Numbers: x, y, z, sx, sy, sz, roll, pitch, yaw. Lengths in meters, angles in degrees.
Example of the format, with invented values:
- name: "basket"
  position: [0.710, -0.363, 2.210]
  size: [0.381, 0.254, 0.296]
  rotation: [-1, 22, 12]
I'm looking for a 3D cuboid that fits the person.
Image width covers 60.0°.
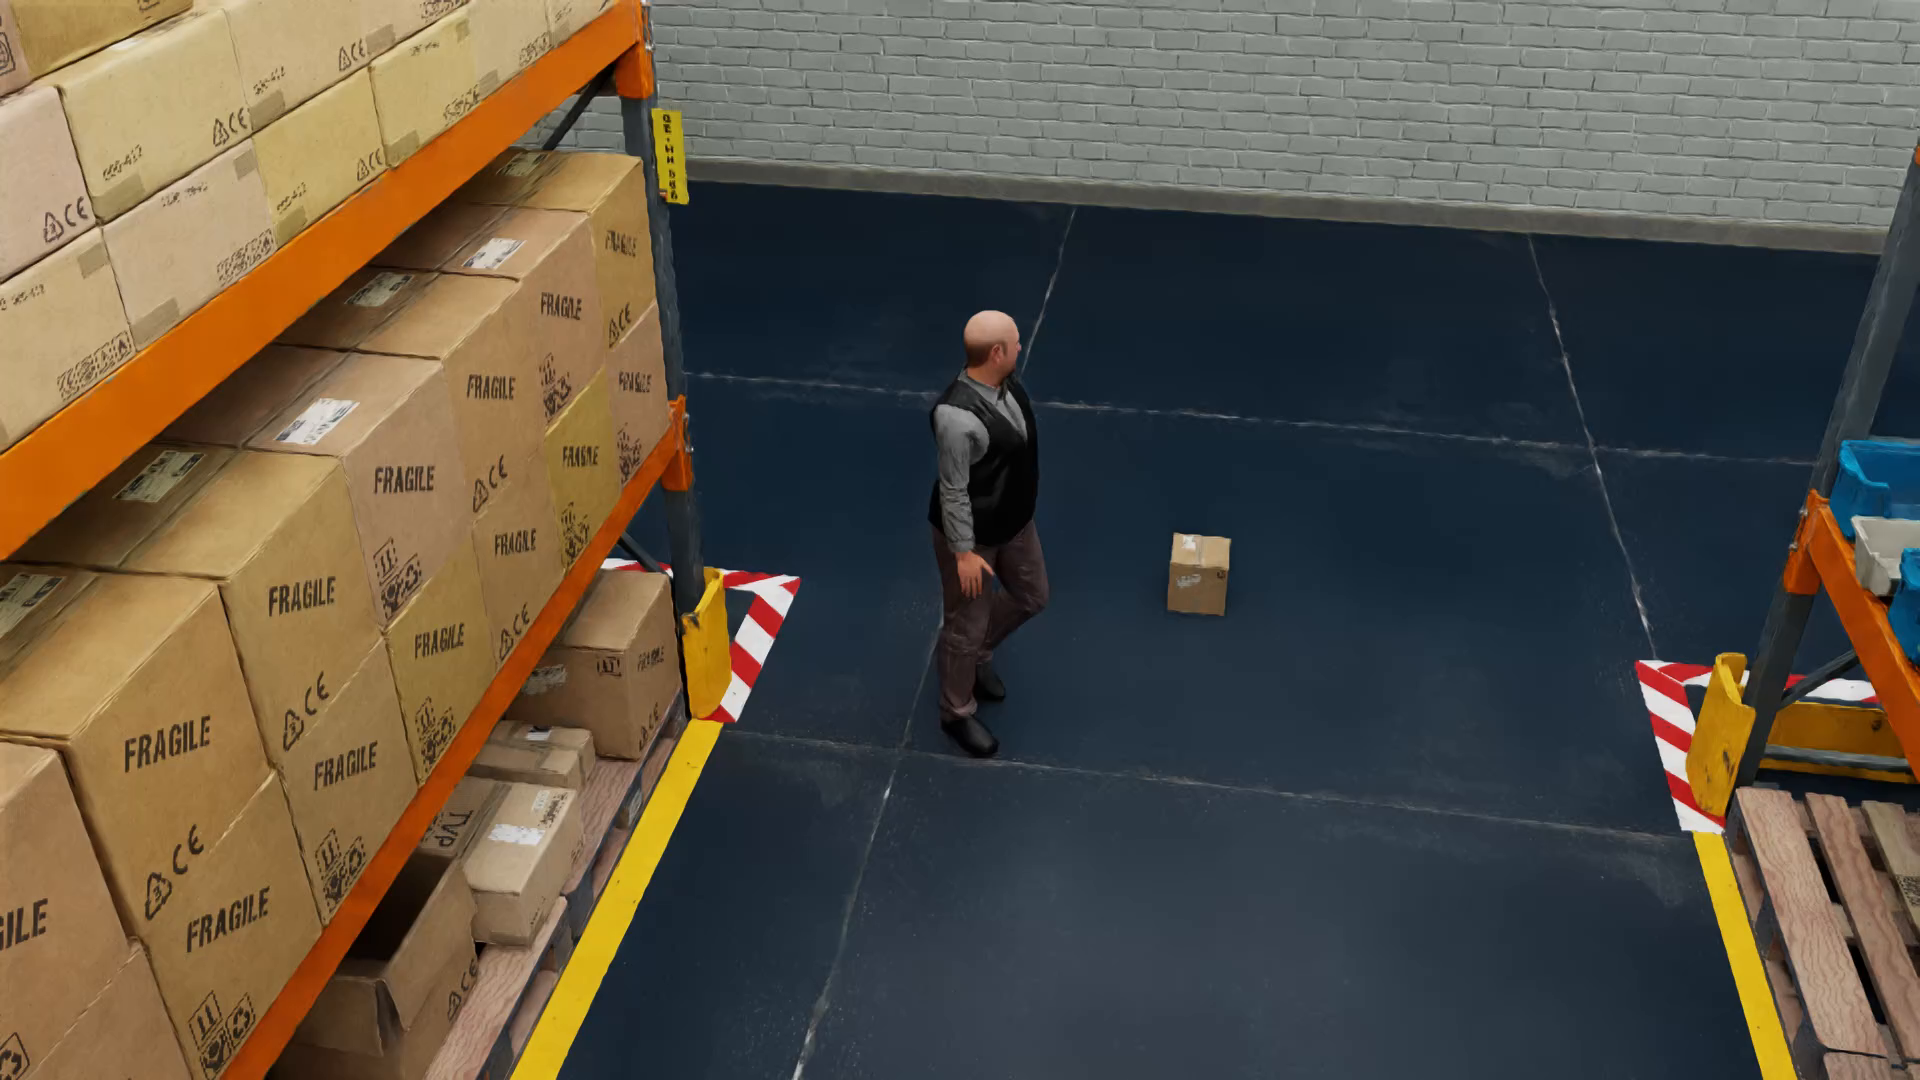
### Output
- name: "person"
  position: [0.070, -0.045, 6.215]
  size: [0.411, 1.732, 0.575]
  rotation: [17, 36, 25]
